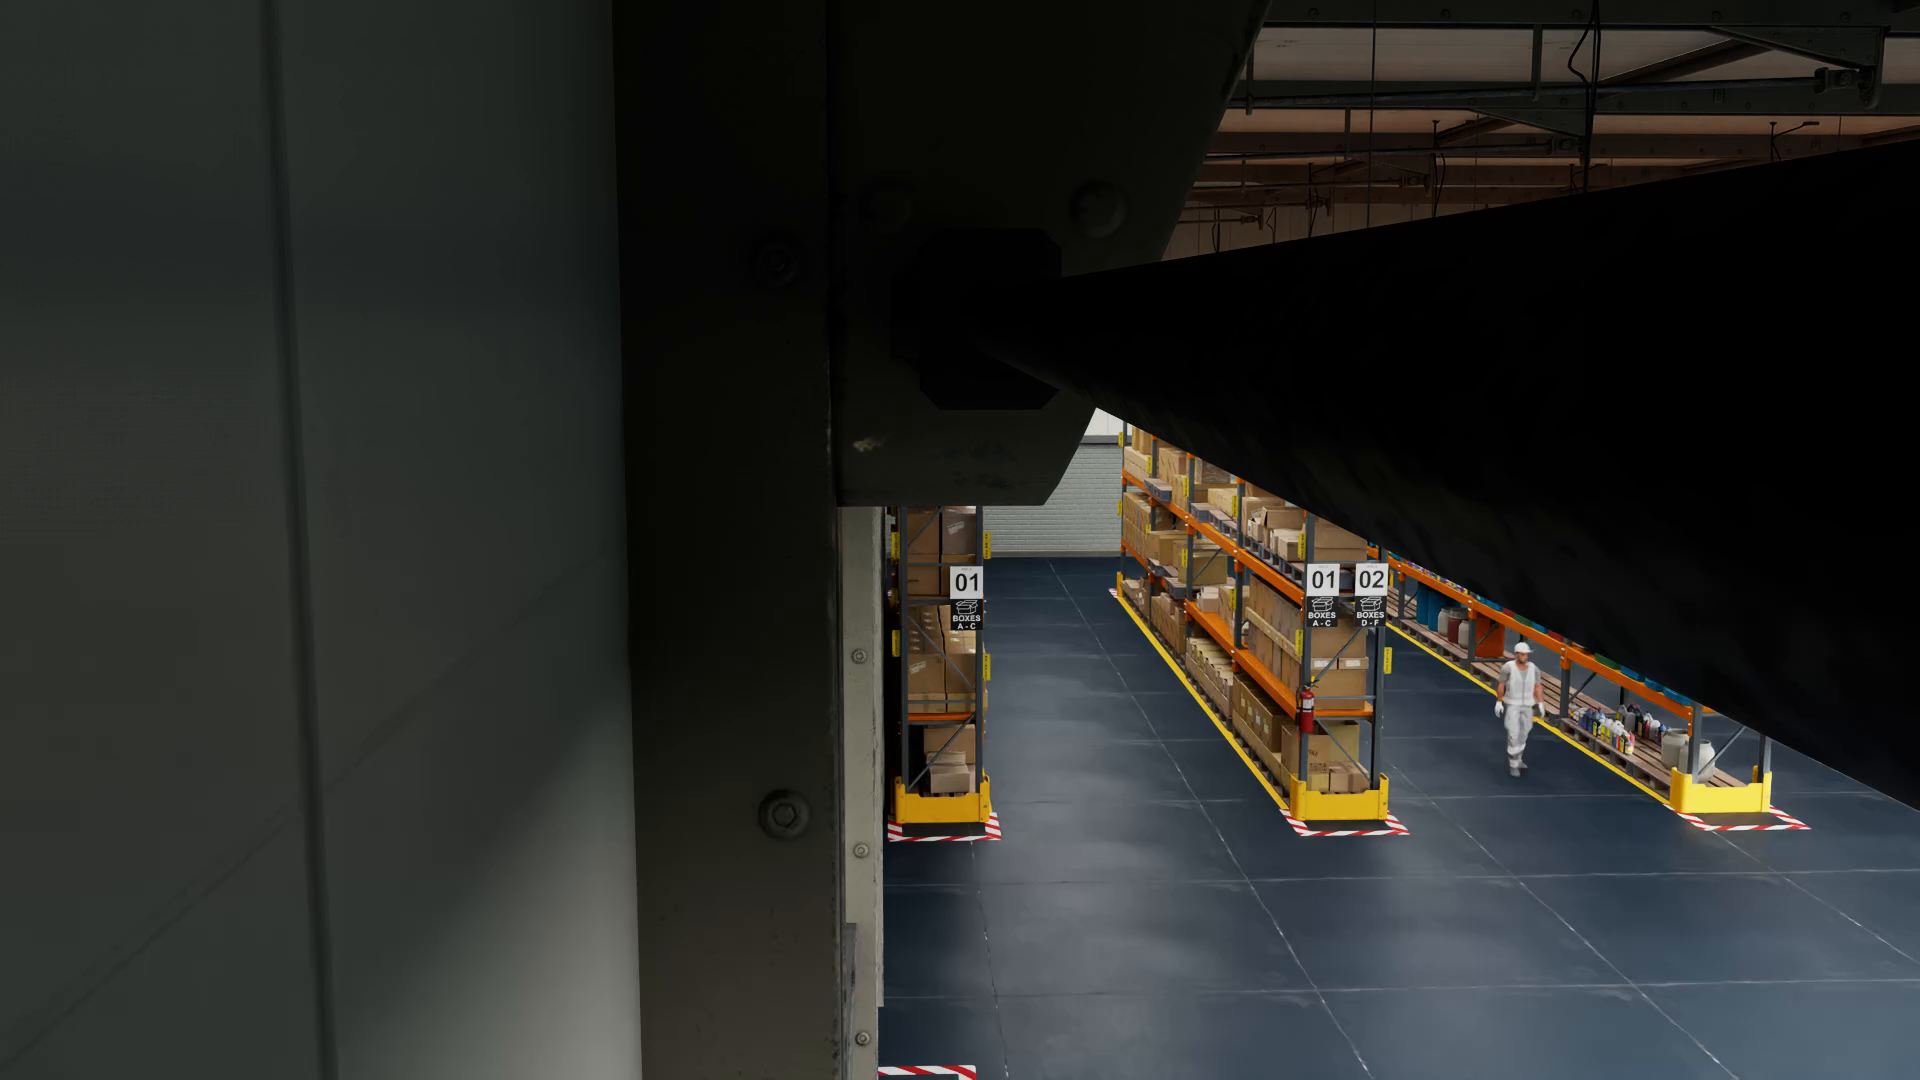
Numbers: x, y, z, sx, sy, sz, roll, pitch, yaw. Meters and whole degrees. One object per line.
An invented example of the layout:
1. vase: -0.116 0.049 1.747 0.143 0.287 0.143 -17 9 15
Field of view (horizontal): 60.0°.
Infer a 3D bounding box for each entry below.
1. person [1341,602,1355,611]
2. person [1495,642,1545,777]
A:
1. person: 7.704 0.943 32.464 0.506 1.673 0.462 -7 11 -42
2. person: 7.623 2.297 22.643 0.610 1.846 0.557 0 8 -1
